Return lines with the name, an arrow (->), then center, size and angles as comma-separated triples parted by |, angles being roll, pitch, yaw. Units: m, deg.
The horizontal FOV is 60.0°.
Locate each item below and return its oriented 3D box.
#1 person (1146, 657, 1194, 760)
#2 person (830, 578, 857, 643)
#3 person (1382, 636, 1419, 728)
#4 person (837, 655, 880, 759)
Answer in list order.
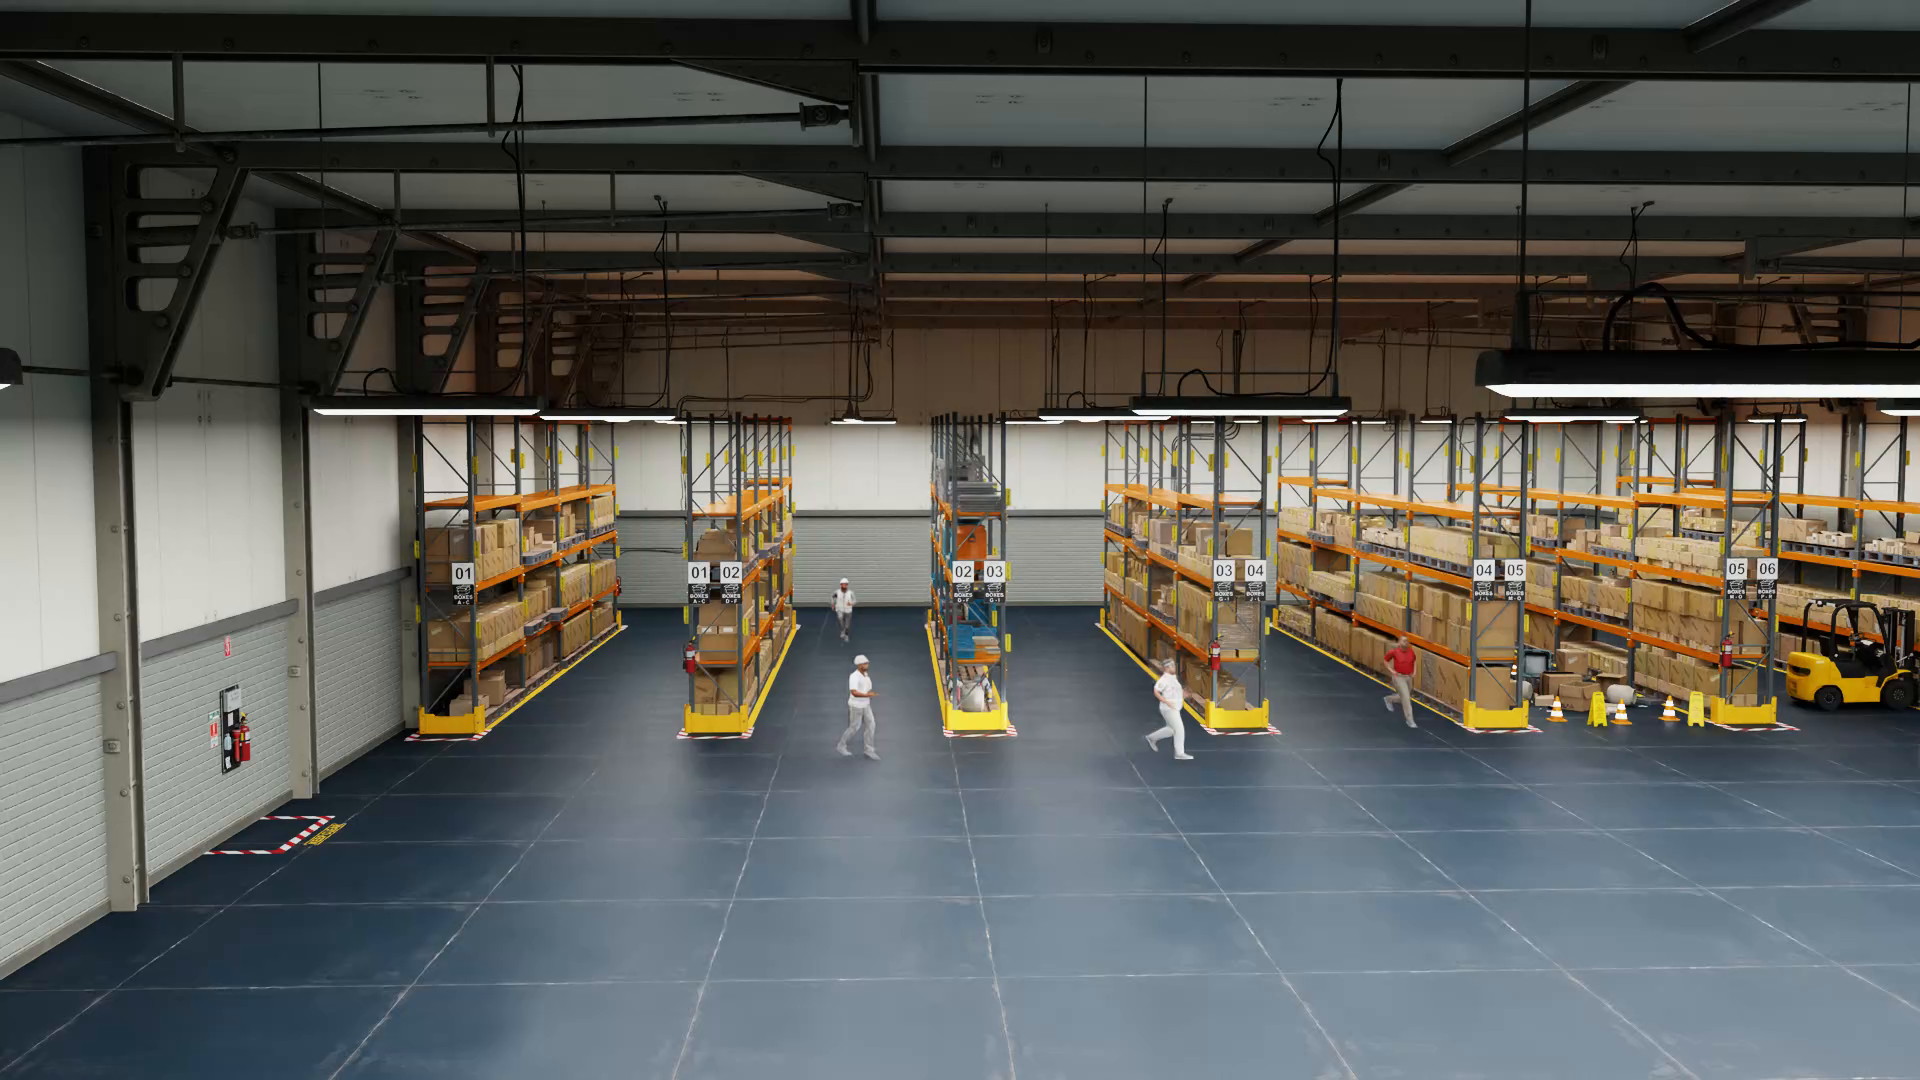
person -> 3.607, 2.891, 28.663 | 0.881, 1.751, 0.676 | 2, 4, 22
person -> -3.022, 1.861, 43.342 | 0.677, 1.717, 1.042 | -1, 4, -9
person -> 8.534, 2.710, 32.106 | 0.634, 1.732, 1.104 | -2, 4, -27
person -> -1.747, 2.898, 28.694 | 0.771, 1.840, 0.719 | 1, 4, 20
